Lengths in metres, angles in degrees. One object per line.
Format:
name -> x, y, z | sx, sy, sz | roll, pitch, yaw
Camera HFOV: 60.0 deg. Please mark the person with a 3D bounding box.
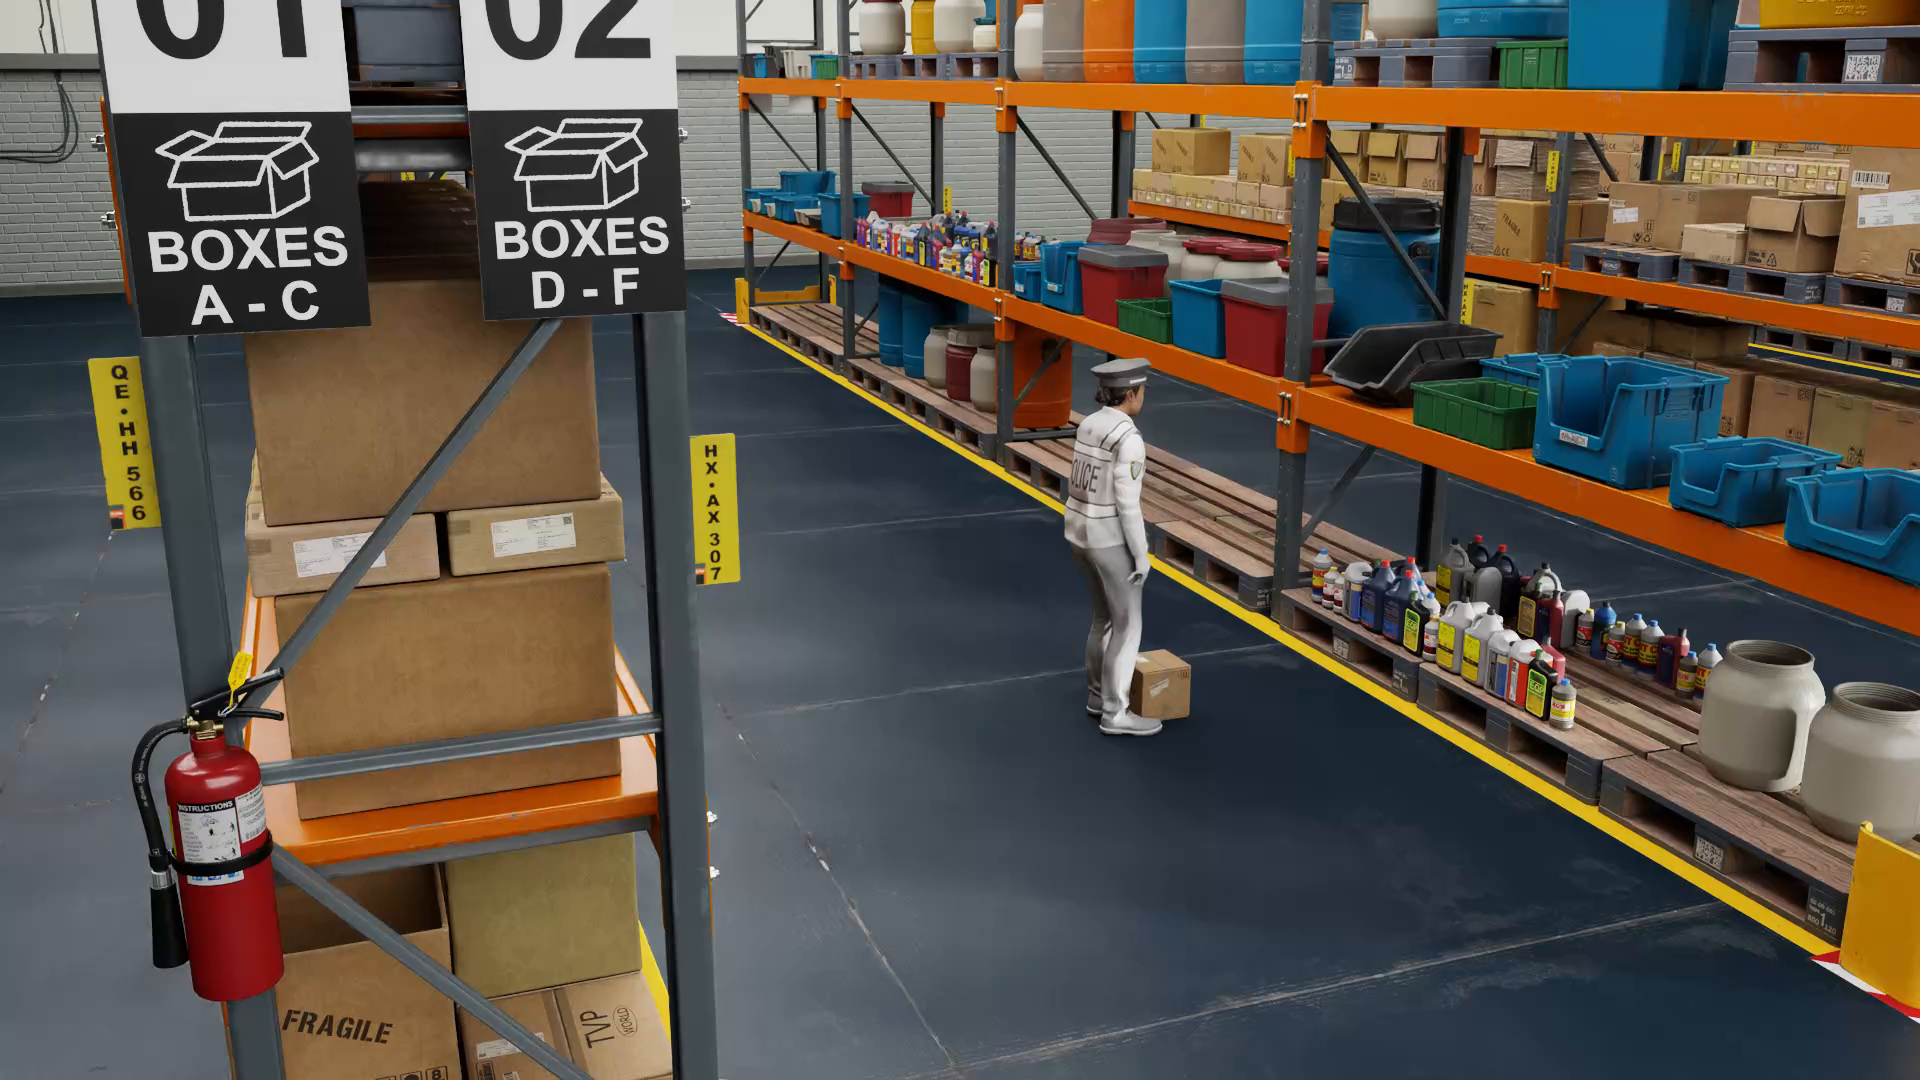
person -> 0.691, 0.020, 7.450 | 0.415, 1.662, 0.540 | -7, 17, -23
